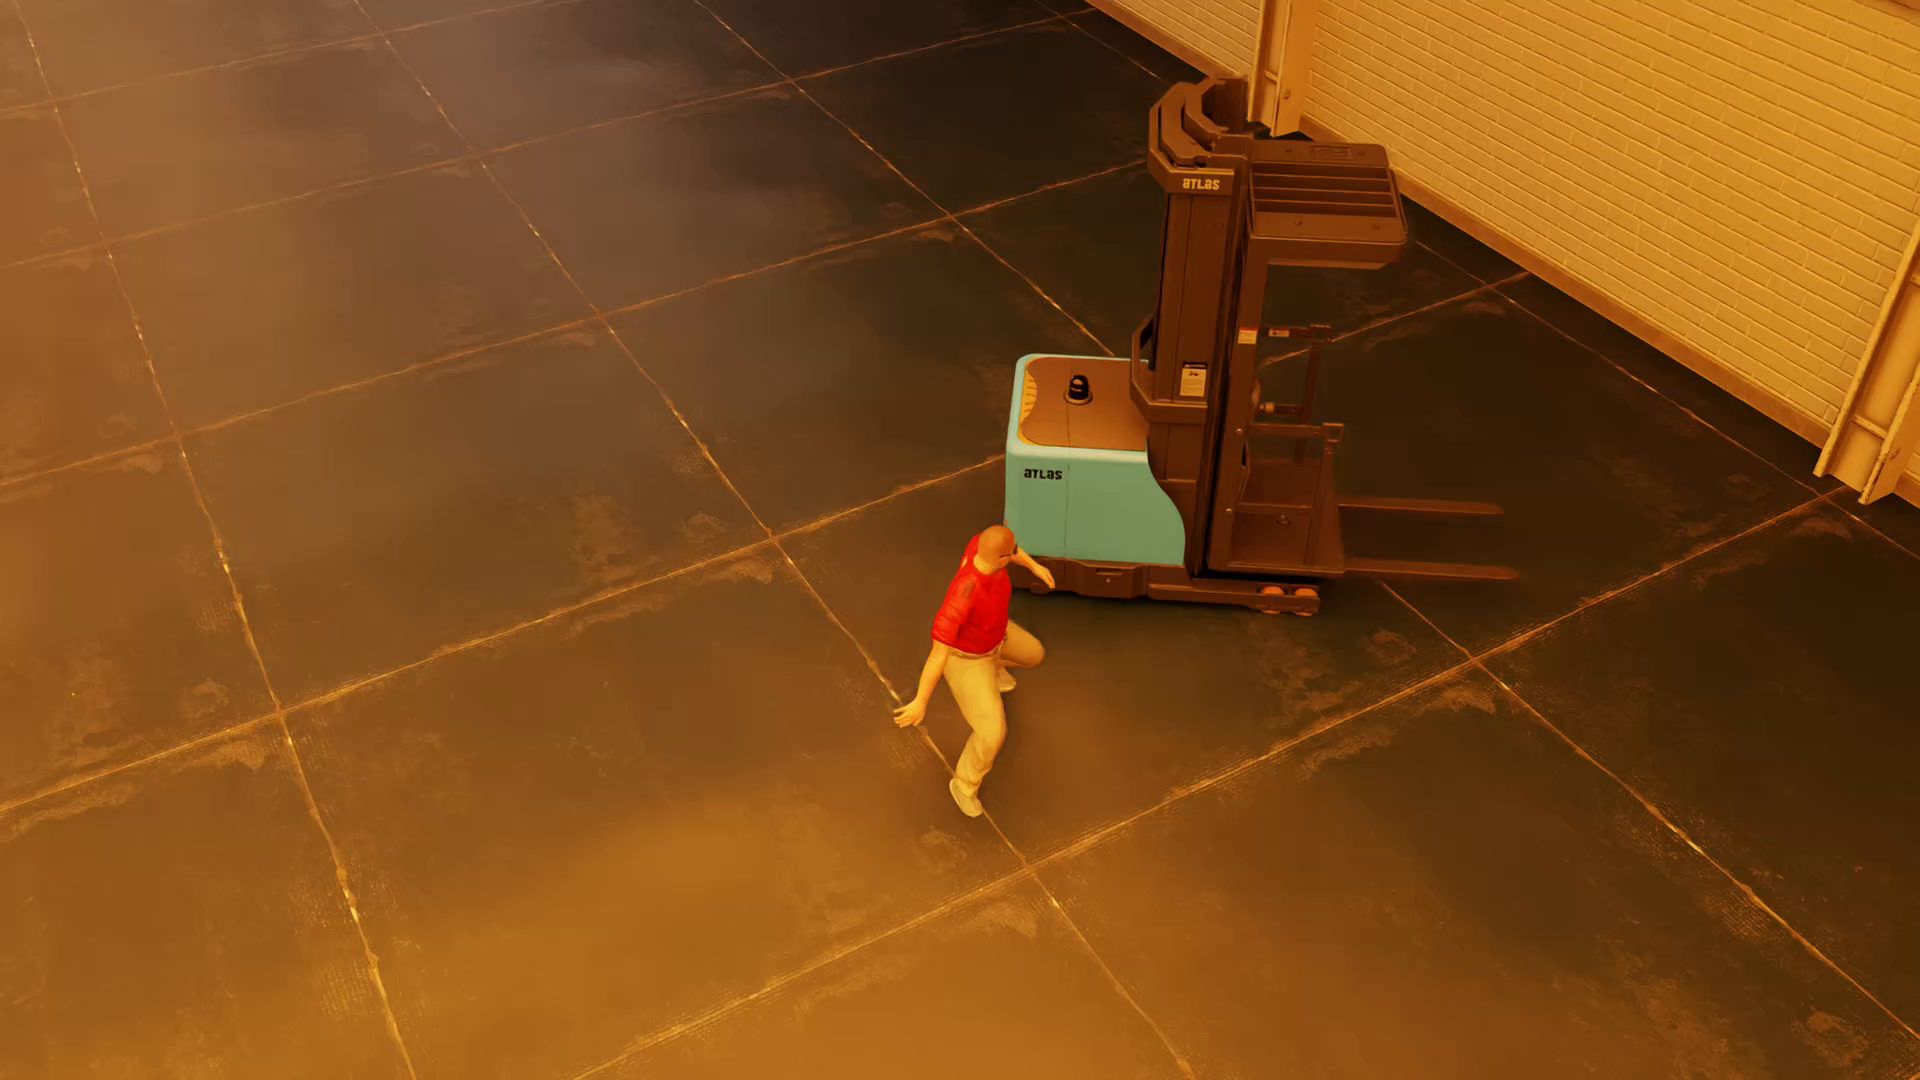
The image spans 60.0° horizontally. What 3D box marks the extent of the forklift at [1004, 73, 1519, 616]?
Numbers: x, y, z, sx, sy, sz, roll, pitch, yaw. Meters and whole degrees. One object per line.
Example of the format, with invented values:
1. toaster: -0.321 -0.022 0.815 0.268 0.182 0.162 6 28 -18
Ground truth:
1. forklift: 1.794 -1.039 9.288 3.031 2.935 1.130 3 40 4

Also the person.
1. person: 0.084 0.585 8.464 0.531 1.643 1.194 16 42 19
